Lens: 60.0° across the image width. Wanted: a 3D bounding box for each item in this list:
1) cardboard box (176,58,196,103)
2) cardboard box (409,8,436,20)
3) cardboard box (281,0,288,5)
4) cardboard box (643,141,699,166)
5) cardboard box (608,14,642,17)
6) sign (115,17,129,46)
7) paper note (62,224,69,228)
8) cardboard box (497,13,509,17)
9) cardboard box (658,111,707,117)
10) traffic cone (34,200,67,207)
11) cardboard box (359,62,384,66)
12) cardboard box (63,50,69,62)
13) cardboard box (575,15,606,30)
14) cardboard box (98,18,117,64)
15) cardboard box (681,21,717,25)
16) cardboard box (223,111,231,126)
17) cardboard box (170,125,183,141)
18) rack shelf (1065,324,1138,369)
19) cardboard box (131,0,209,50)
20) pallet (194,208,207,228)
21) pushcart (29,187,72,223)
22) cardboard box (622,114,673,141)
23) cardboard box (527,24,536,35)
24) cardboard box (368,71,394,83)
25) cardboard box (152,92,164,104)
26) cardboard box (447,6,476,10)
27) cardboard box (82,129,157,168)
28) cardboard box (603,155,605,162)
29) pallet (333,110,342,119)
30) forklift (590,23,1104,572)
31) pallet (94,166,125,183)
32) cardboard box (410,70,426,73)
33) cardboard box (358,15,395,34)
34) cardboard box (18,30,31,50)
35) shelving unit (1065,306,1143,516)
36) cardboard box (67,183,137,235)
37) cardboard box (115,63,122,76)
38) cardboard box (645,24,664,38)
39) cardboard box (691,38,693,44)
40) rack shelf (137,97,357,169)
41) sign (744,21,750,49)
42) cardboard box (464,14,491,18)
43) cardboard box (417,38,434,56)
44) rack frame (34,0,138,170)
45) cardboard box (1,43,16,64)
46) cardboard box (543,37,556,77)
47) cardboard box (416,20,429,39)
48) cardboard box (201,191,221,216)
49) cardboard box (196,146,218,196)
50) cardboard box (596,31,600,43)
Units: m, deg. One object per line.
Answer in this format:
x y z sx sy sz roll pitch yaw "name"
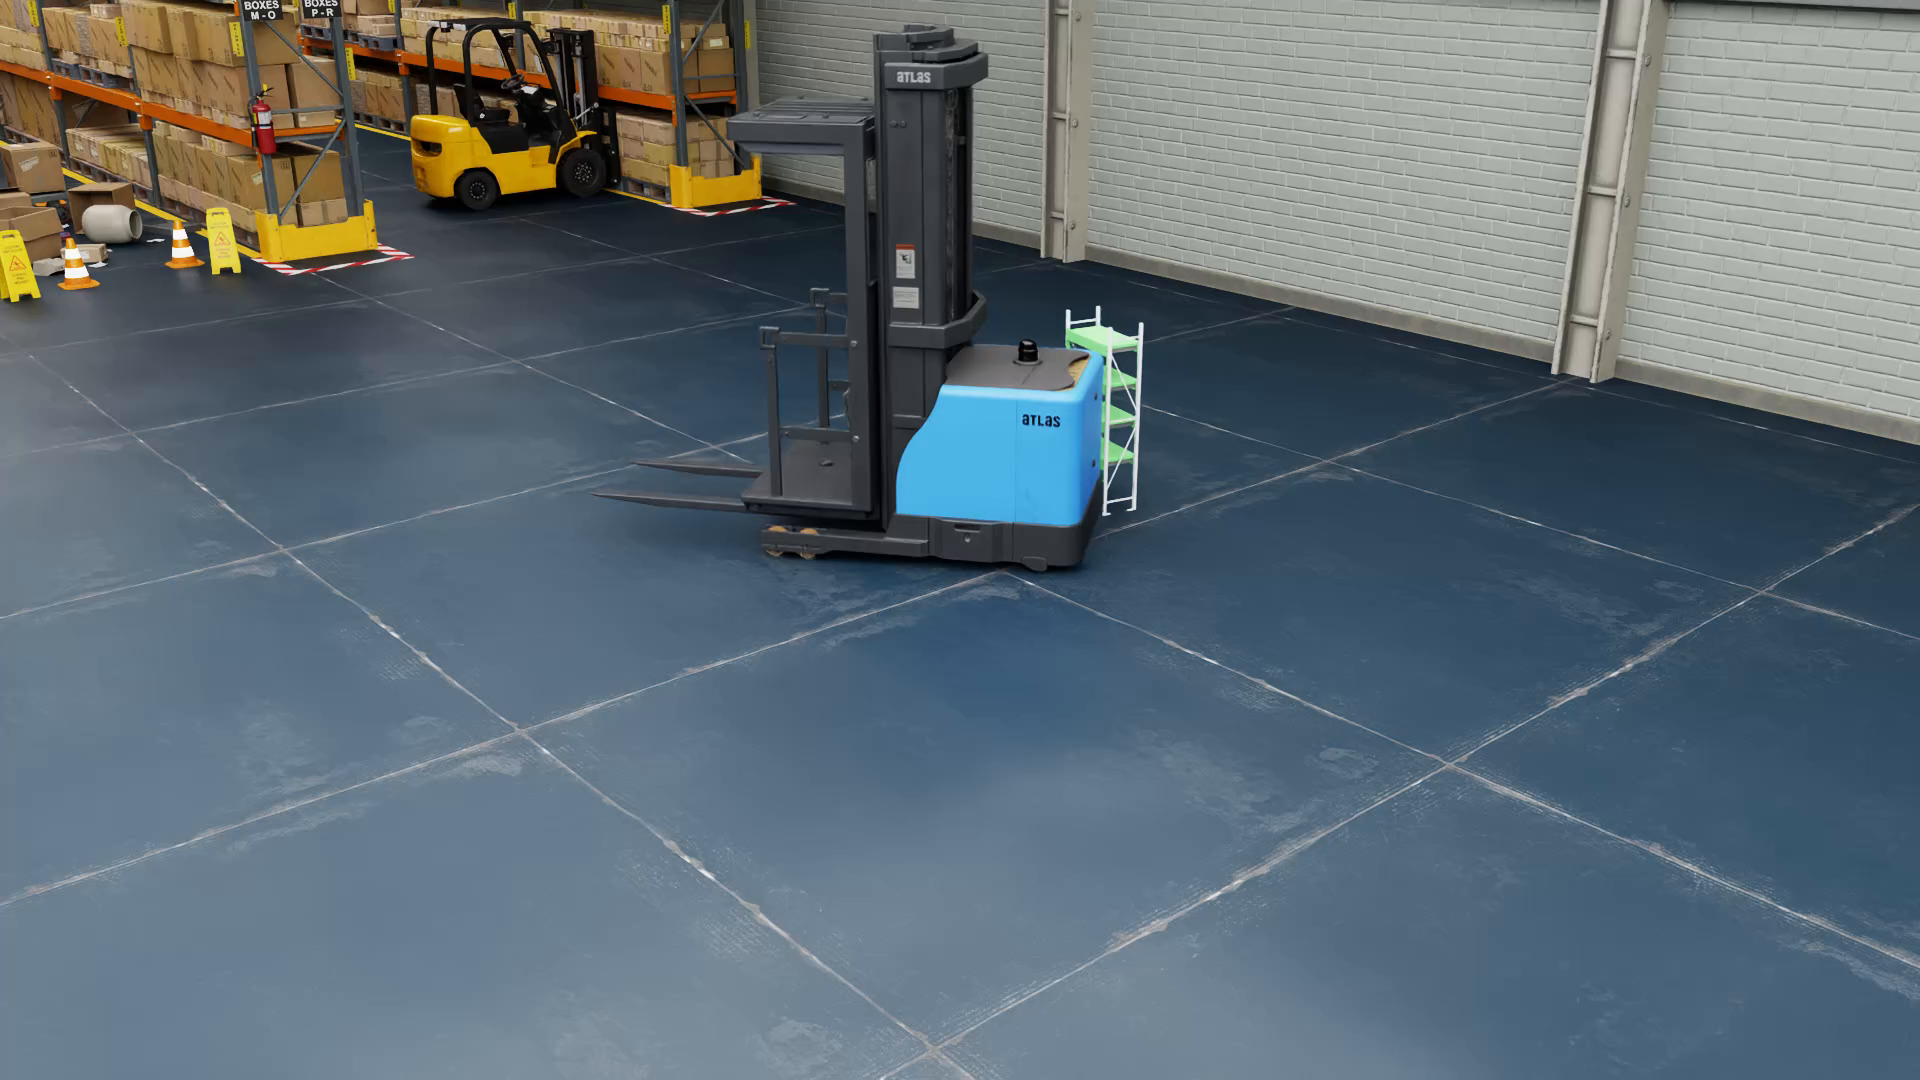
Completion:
-8.333 -5.145 18.462 0.500 0.500 0.500 -17 27 -37 "cardboard box"
-8.110 -7.962 25.174 0.380 0.149 0.250 -17 27 -36 "cardboard box"
-12.421 -9.870 29.839 0.500 0.500 0.500 -17 27 -36 "cardboard box"
-3.603 -4.843 20.745 0.500 0.250 0.500 -18 28 -38 "cardboard box"
-4.411 -6.850 21.925 0.380 0.149 0.250 -18 28 -38 "cardboard box"
-9.836 -5.964 19.509 0.100 0.325 0.005 -17 27 -37 "sign"
-10.364 -3.623 19.191 0.148 0.019 0.142 -17 27 -37 "paper note"
-6.519 -7.602 24.253 0.380 0.149 0.250 -18 27 -38 "cardboard box"
-3.548 -5.331 21.305 0.500 0.250 0.500 -17 27 -37 "cardboard box"
-11.288 -4.386 20.547 0.336 0.463 0.334 -17 27 -37 "traffic cone"
-10.082 -8.115 28.551 0.380 0.149 0.250 -17 27 -37 "cardboard box"
-11.654 -6.435 22.068 0.380 0.149 0.250 -20 29 -41 "cardboard box"
-4.775 -6.732 21.623 0.380 0.149 0.250 -18 27 -38 "cardboard box"
-10.218 -6.148 20.447 0.500 0.500 0.500 -17 27 -37 "cardboard box"
-3.232 -6.354 20.660 0.380 0.149 0.250 -16 27 -36 "cardboard box"
-7.613 -4.507 17.724 0.380 0.149 0.250 -18 28 -38 "cardboard box"
-8.864 -4.706 19.164 0.380 0.149 0.250 -16 27 -35 "cardboard box"
0.884 -1.198 10.255 0.258 0.148 0.480 -11 24 -26 "rack shelf"
-8.978 -5.889 18.990 0.700 0.500 0.500 -17 27 -37 "cardboard box"
-8.152 -3.745 19.256 1.003 0.211 1.213 -17 27 -37 "pallet"
-11.112 -3.780 19.118 0.936 0.377 1.648 12 24 27 "pushcart"
-3.923 -5.209 20.993 0.500 0.250 0.500 -17 27 -36 "cardboard box"
-5.651 -6.938 22.559 0.380 0.149 0.250 -18 28 -38 "cardboard box"
-9.426 -7.559 27.133 0.380 0.149 0.250 -18 28 -38 "cardboard box"
-9.251 -5.220 19.542 0.380 0.149 0.250 -16 27 -36 "cardboard box"
-7.649 -8.107 25.542 0.380 0.149 0.250 -17 27 -36 "cardboard box"
-11.180 -5.274 22.364 0.950 0.372 0.625 -18 28 -38 "cardboard box"
-4.588 -5.023 21.890 0.500 0.250 0.500 -16 27 -36 "cardboard box"
-10.322 -7.436 28.681 1.003 0.211 1.213 -17 27 -37 "pallet"
-0.700 -1.444 9.652 3.031 2.935 1.130 4 22 11 "forklift"
-10.727 -4.811 21.978 1.003 0.211 1.213 -17 27 -37 "pallet"
-8.858 -7.624 27.298 0.380 0.149 0.250 -19 28 -40 "cardboard box"
-9.204 -8.186 26.400 0.500 0.250 0.500 -19 28 -40 "cardboard box"
-12.875 -7.040 23.365 0.500 0.250 0.500 -18 28 -39 "cardboard box"
0.884 -0.810 10.407 0.258 1.200 0.503 -11 24 -26 "shelving unit"
-9.749 -3.775 18.933 0.500 0.500 0.500 0 21 -1 "cardboard box"
-10.121 -5.790 20.422 0.380 0.149 0.250 -18 28 -39 "cardboard box"
-3.627 -6.232 20.347 0.380 0.149 0.250 -17 27 -37 "cardboard box"
-3.283 -6.192 20.654 0.380 0.149 0.250 -17 27 -37 "cardboard box"
-8.112 -4.670 18.781 1.077 0.370 4.000 -17 27 -37 "rack shelf"
-2.624 -6.206 20.419 0.100 0.325 0.005 -17 27 -37 "sign"
-6.907 -7.476 23.933 0.380 0.149 0.250 -17 27 -37 "cardboard box"
-7.842 -7.455 25.110 0.500 0.250 0.500 -18 28 -39 "cardboard box"
-12.029 -6.663 22.882 1.000 3.000 0.127 -17 27 -37 "rack frame"
-13.572 -7.085 24.167 0.500 0.250 0.500 -18 28 -38 "cardboard box"
-5.215 -6.462 22.233 0.500 0.500 0.500 -17 27 -37 "cardboard box"
-7.840 -7.689 25.022 0.500 0.250 0.500 -16 27 -36 "cardboard box"
-8.216 -3.815 18.806 0.500 0.250 0.500 -19 28 -39 "cardboard box"
-8.194 -4.161 18.660 0.500 0.500 0.500 -18 28 -39 "cardboard box"
-4.438 -6.452 21.317 0.380 0.149 0.250 -18 27 -38 "cardboard box"
